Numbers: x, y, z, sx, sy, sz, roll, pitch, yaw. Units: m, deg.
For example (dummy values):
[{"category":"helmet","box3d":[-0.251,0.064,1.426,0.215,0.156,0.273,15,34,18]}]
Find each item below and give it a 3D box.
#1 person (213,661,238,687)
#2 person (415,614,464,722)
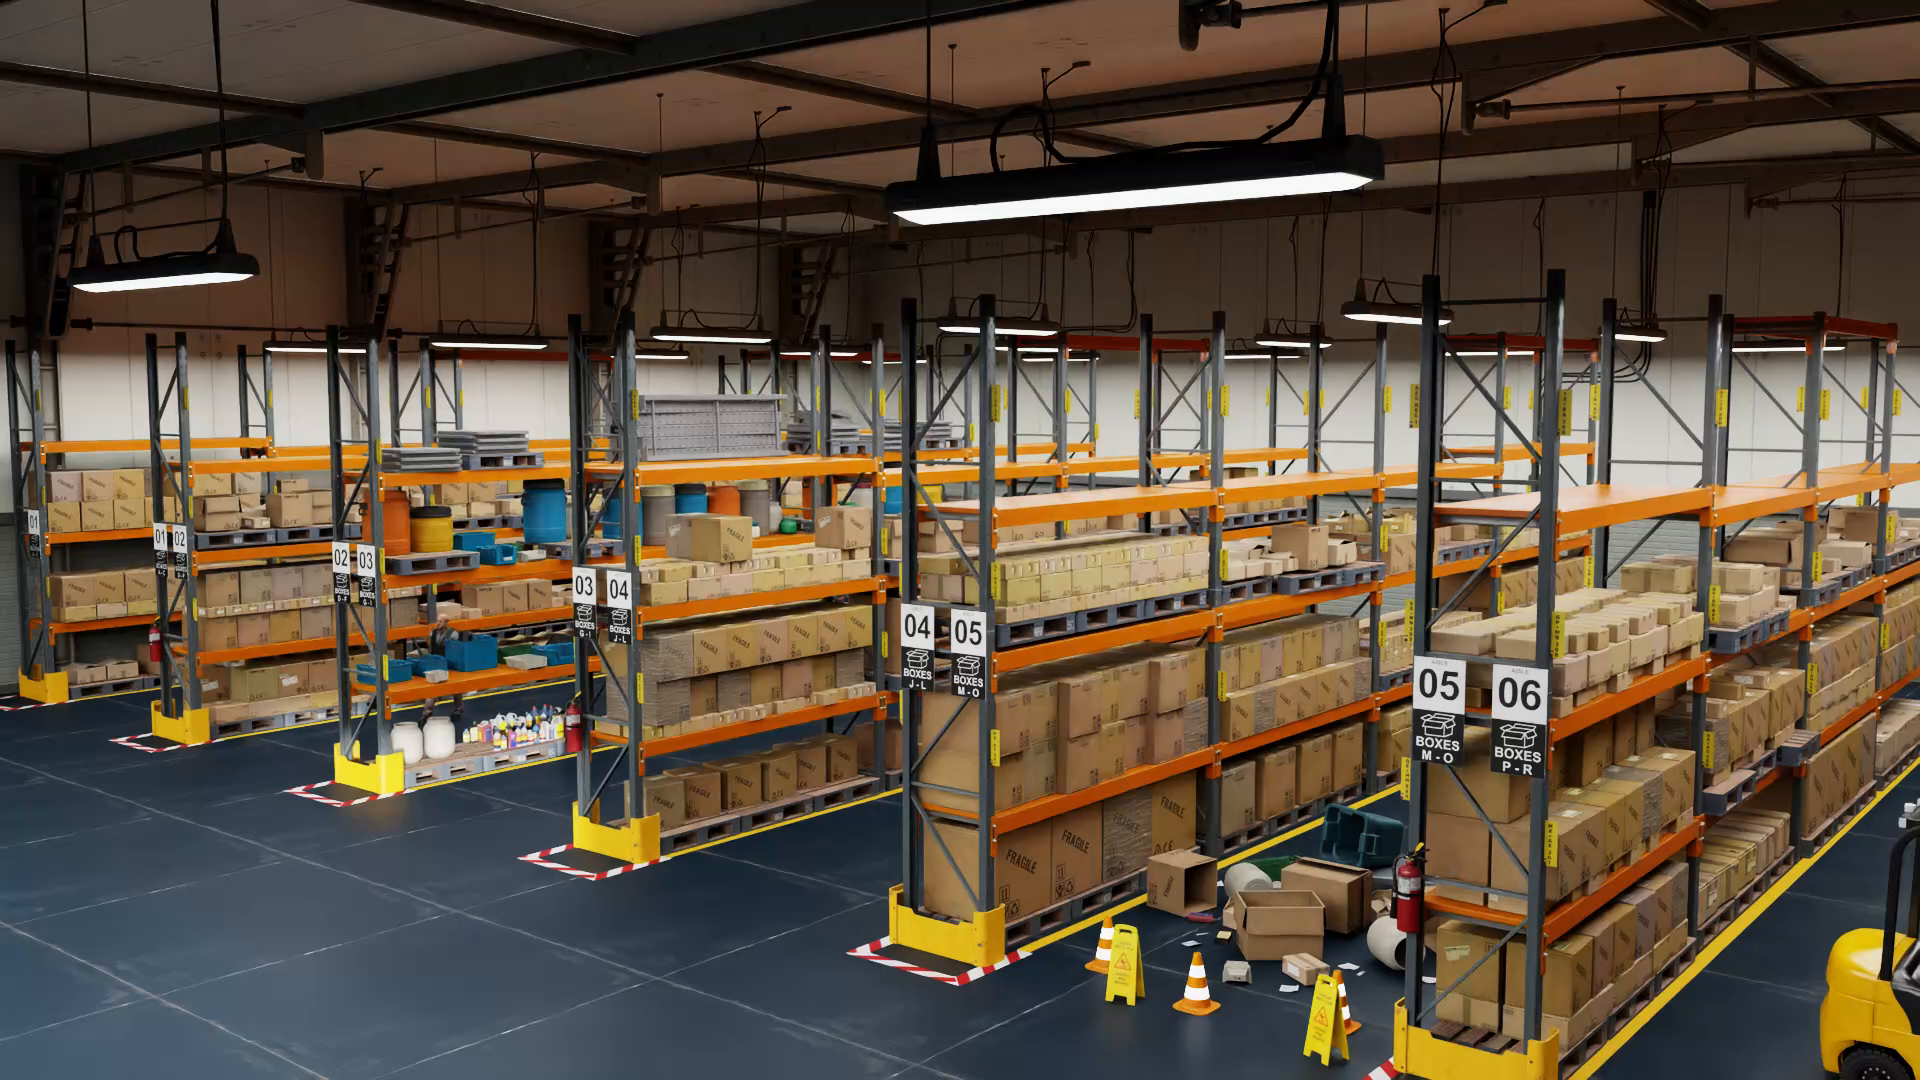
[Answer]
[{"category":"person","box3d":[-12.534,1.739,28.520,0.672,1.746,0.619,4,6,37]},{"category":"person","box3d":[-8.064,1.975,25.916,0.555,1.664,1.022,0,5,5]}]
